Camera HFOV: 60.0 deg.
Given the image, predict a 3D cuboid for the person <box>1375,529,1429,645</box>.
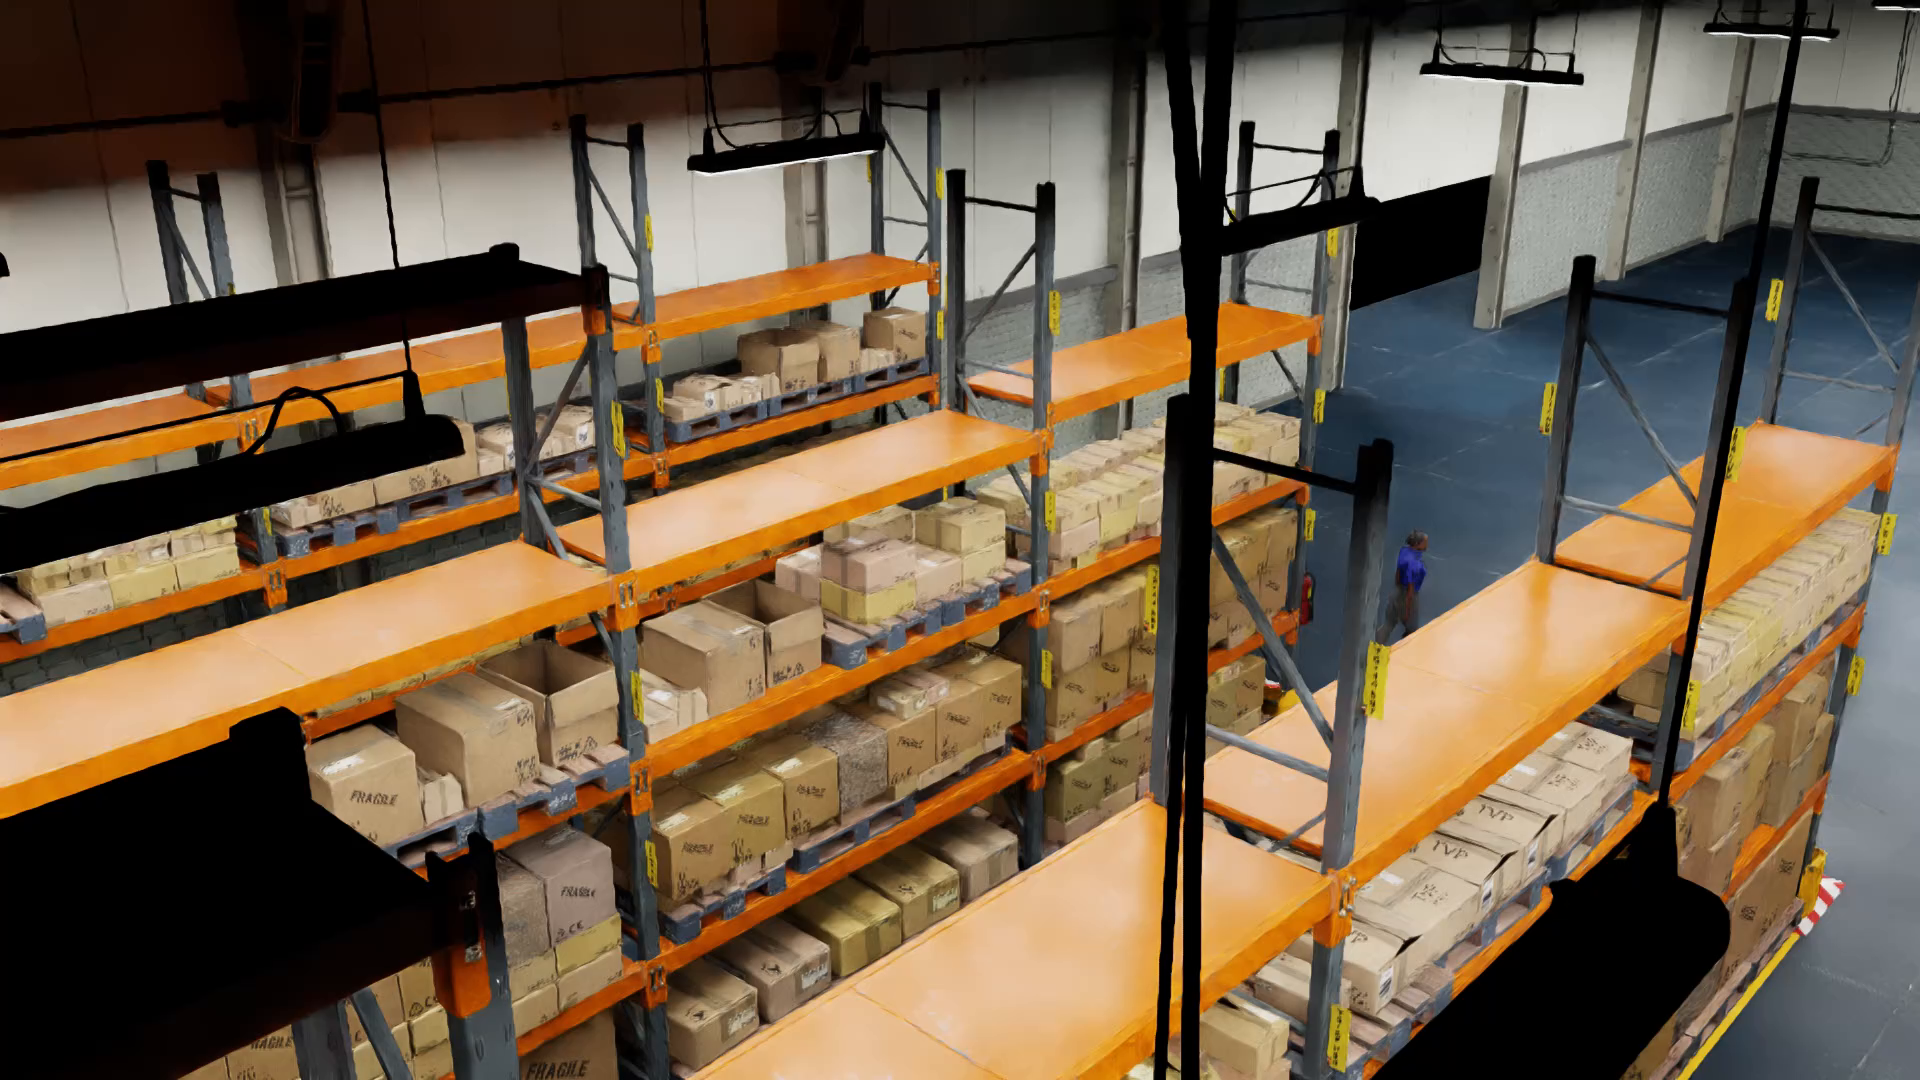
[{"bbox_3d":[4.786,0.648,18.121,0.554,1.633,0.498,-3,21,-8],"label":"person"}]
